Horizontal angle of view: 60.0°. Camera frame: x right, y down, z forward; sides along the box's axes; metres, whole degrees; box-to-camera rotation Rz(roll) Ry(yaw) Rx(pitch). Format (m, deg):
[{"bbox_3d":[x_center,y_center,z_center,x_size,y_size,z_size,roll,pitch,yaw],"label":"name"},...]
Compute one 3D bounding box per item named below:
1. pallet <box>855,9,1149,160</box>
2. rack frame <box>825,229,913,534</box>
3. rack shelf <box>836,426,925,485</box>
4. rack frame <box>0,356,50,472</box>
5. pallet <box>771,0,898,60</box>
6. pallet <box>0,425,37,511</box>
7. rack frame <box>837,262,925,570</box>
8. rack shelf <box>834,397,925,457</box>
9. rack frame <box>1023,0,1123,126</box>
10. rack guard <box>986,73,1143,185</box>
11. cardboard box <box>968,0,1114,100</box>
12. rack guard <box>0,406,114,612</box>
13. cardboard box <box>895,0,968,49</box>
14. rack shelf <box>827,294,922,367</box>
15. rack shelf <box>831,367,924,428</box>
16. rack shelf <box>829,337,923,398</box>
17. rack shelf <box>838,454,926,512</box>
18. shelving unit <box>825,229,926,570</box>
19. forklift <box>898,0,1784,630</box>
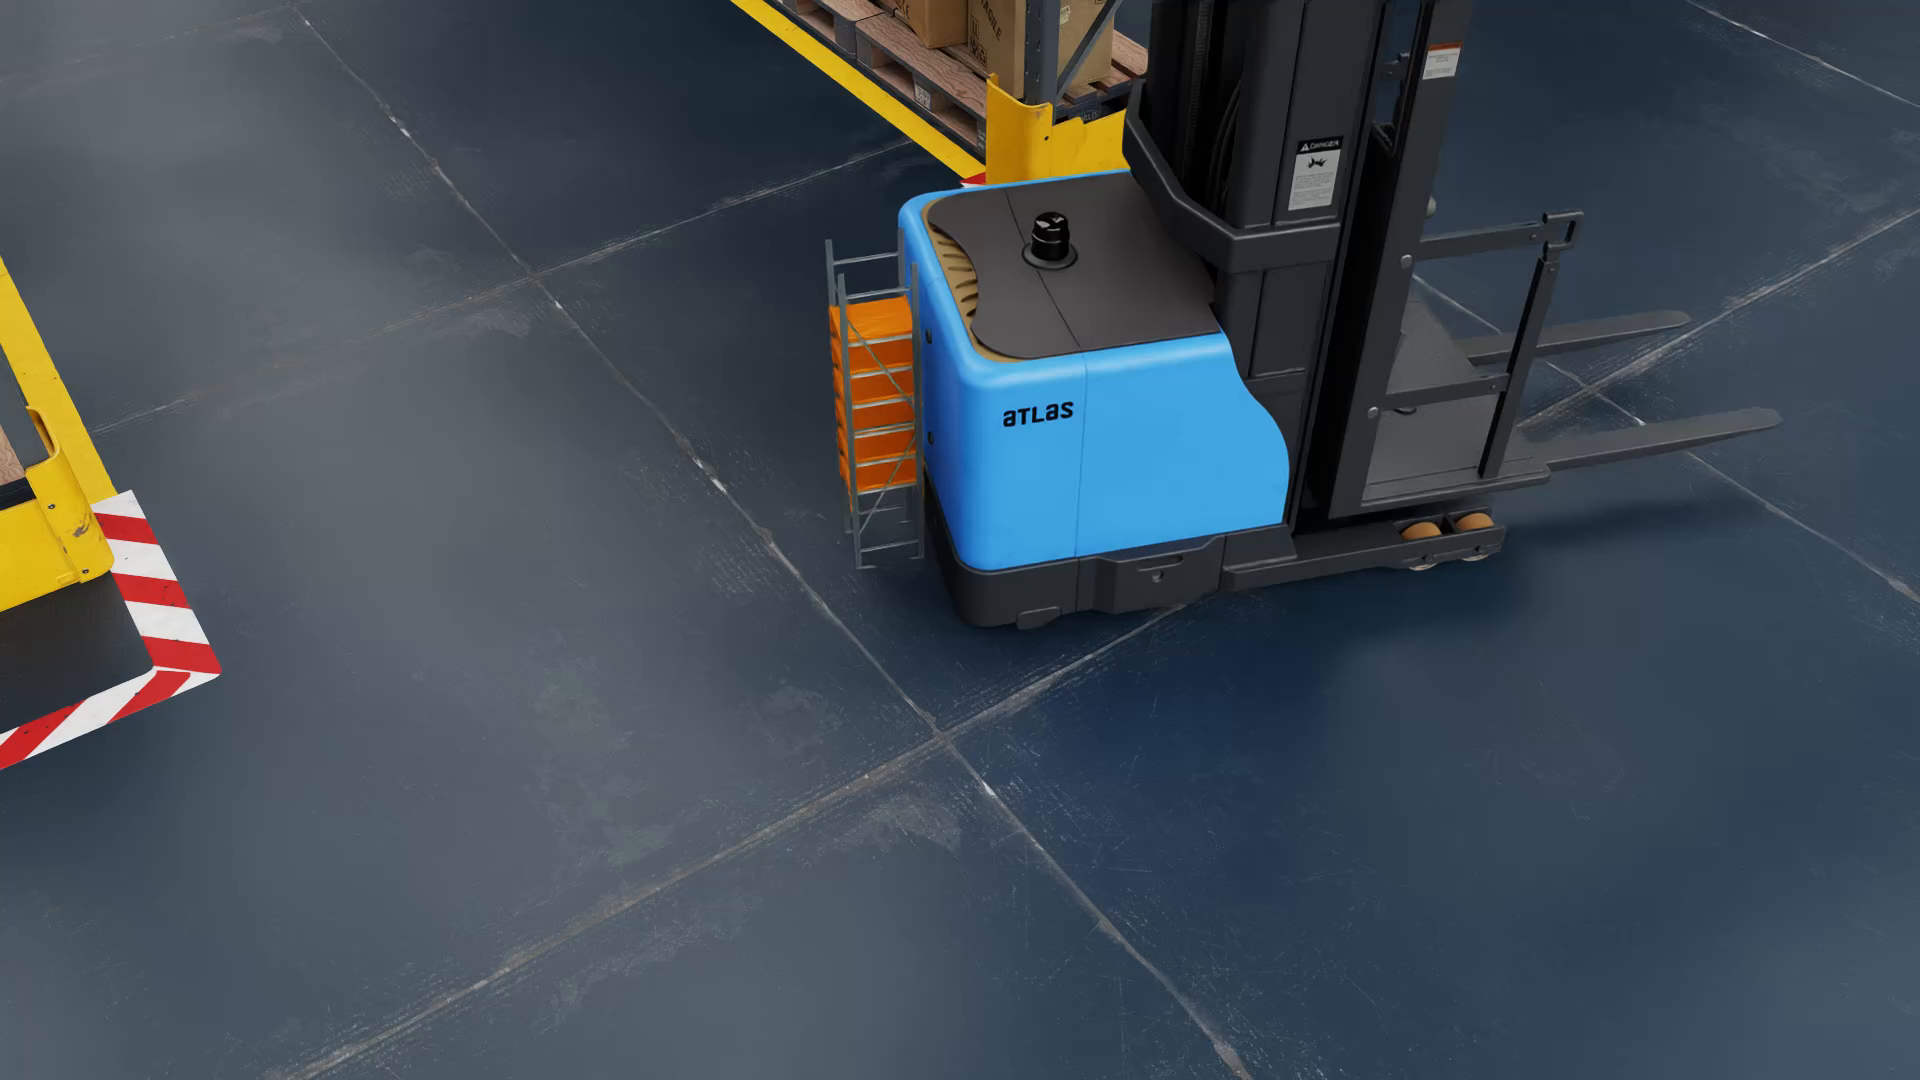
[{"bbox_3d":[0.230,-2.296,8.002,1.003,0.211,1.213,-26,49,-24],"label":"pallet"},{"bbox_3d":[-0.284,-0.477,5.380,0.240,1.200,0.006,-10,45,-10],"label":"rack frame"},{"bbox_3d":[-0.260,-0.297,5.430,0.258,0.103,0.180,-10,45,-10],"label":"rack shelf"},{"bbox_3d":[-3.353,-0.831,4.448,1.000,3.000,0.127,-26,49,-24],"label":"rack frame"},{"bbox_3d":[-0.464,-2.986,8.725,1.003,0.211,1.213,-26,49,-24],"label":"pallet"},{"bbox_3d":[-3.896,-0.309,5.920,1.003,0.211,1.213,-26,49,-24],"label":"pallet"},{"bbox_3d":[-0.238,-0.355,5.252,0.240,1.200,0.006,-10,45,-10],"label":"rack frame"},{"bbox_3d":[-0.261,-0.384,5.347,0.258,0.103,0.180,-10,45,-10],"label":"rack shelf"},{"bbox_3d":[0.709,-2.787,6.497,1.000,3.000,0.127,-26,49,-24],"label":"rack frame"},{"bbox_3d":[0.666,-1.926,7.406,1.175,0.500,0.348,-26,49,-24],"label":"rack guard"},{"bbox_3d":[0.366,-2.395,7.593,0.500,0.500,0.500,-17,46,-17],"label":"cardboard box"},{"bbox_3d":[-3.435,0.049,5.337,1.175,0.500,0.348,-26,49,-24],"label":"rack guard"},{"bbox_3d":[-0.004,-2.720,7.933,0.500,0.500,0.500,-14,45,-14],"label":"cardboard box"},{"bbox_3d":[-0.262,-0.644,5.099,0.258,0.103,0.180,-10,45,-10],"label":"rack shelf"},{"bbox_3d":[-0.261,-0.471,5.264,0.258,0.103,0.180,-10,45,-10],"label":"rack shelf"},{"bbox_3d":[-0.261,-0.558,5.181,0.258,0.103,0.180,-10,45,-10],"label":"rack shelf"},{"bbox_3d":[-0.260,-0.210,5.512,0.258,0.103,0.180,-10,45,-10],"label":"rack shelf"},{"bbox_3d":[-0.261,-0.416,5.316,0.258,1.200,0.189,-10,45,-10],"label":"shelving unit"},{"bbox_3d":[1.360,-1.305,4.994,3.031,2.935,1.130,-9,44,-10],"label":"forklift"}]
